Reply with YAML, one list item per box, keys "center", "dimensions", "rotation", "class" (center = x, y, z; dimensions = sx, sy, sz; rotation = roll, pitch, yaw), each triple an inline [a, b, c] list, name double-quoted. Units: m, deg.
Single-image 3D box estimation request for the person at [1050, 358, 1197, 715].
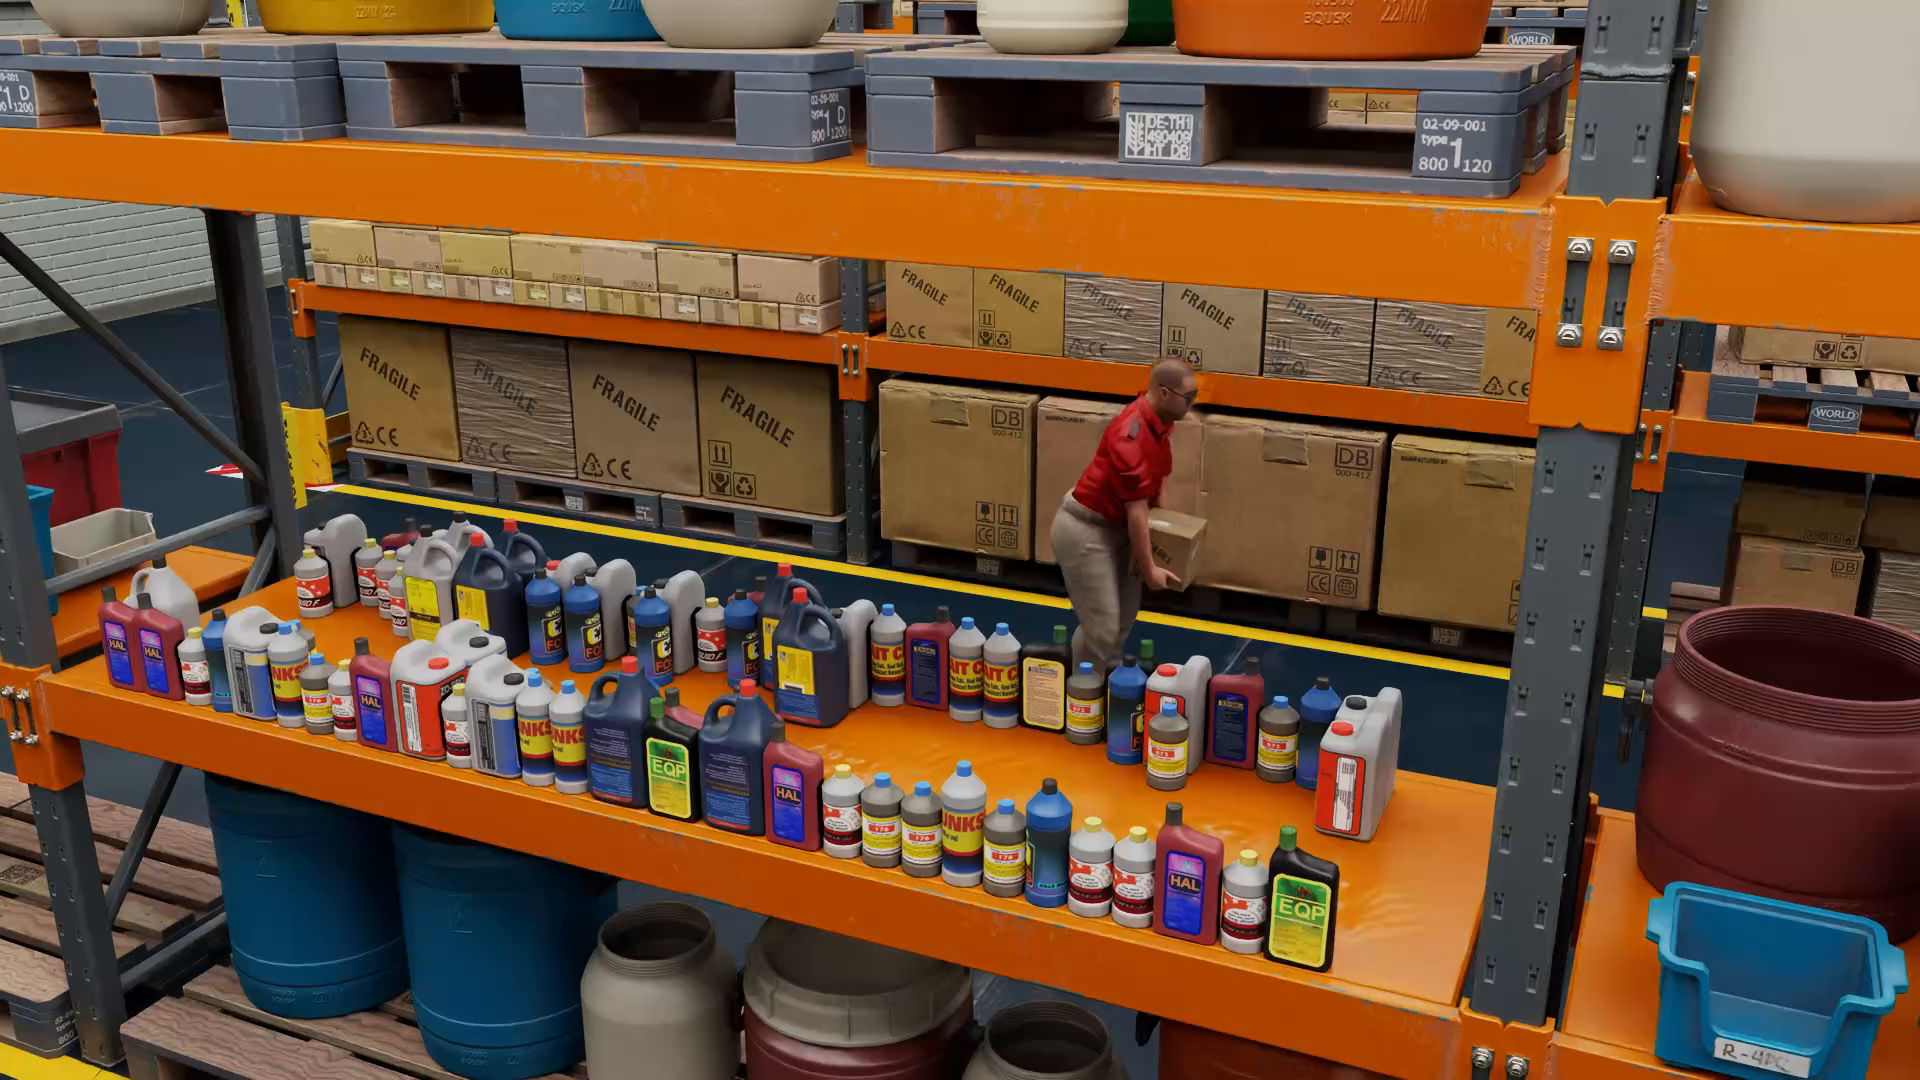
- center: [0.707, 0.015, 7.169]
  dimensions: [0.598, 1.657, 0.477]
  rotation: [8, 20, 22]
  class: "person"
